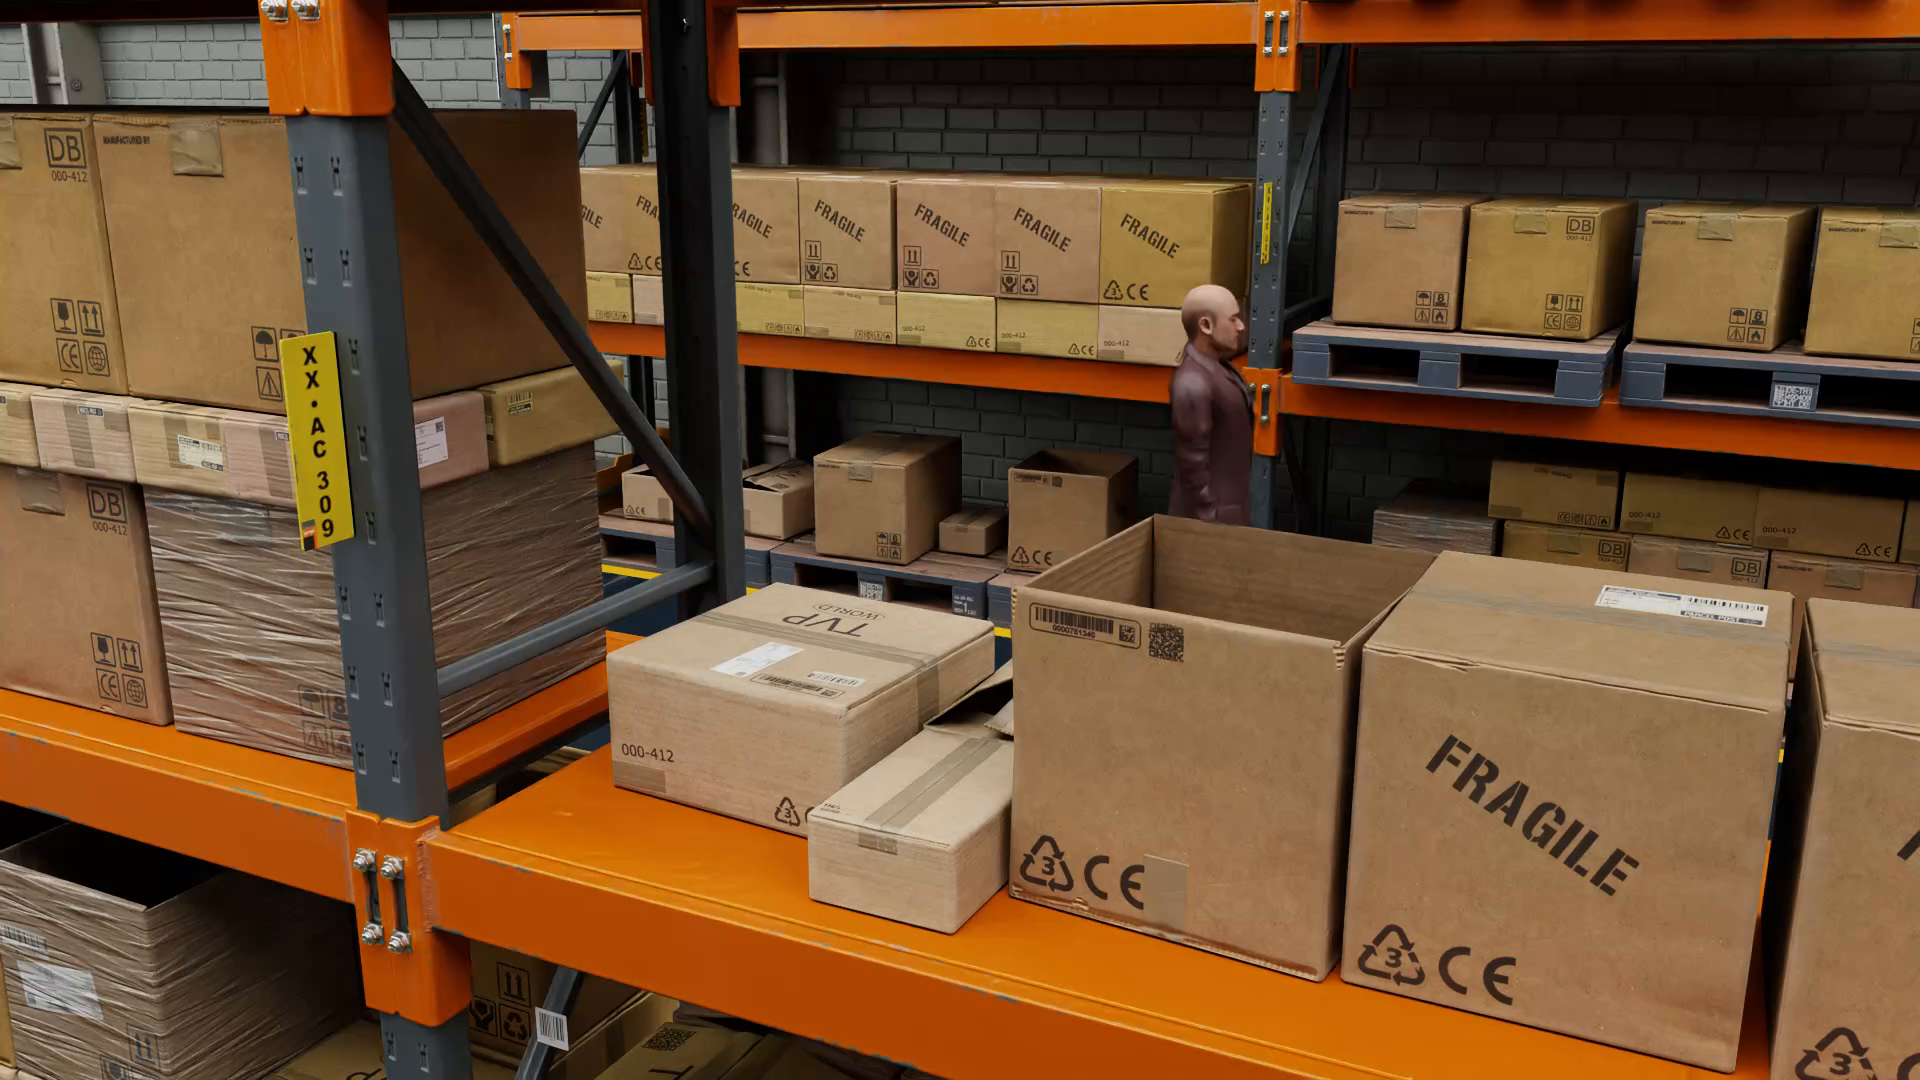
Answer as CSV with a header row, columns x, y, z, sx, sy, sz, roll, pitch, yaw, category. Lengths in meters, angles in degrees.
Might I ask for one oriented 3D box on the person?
x,y,z,sx,sy,sz,roll,pitch,yaw,category
0.932,-0.054,6.239,0.691,1.802,0.618,3,16,12,person
